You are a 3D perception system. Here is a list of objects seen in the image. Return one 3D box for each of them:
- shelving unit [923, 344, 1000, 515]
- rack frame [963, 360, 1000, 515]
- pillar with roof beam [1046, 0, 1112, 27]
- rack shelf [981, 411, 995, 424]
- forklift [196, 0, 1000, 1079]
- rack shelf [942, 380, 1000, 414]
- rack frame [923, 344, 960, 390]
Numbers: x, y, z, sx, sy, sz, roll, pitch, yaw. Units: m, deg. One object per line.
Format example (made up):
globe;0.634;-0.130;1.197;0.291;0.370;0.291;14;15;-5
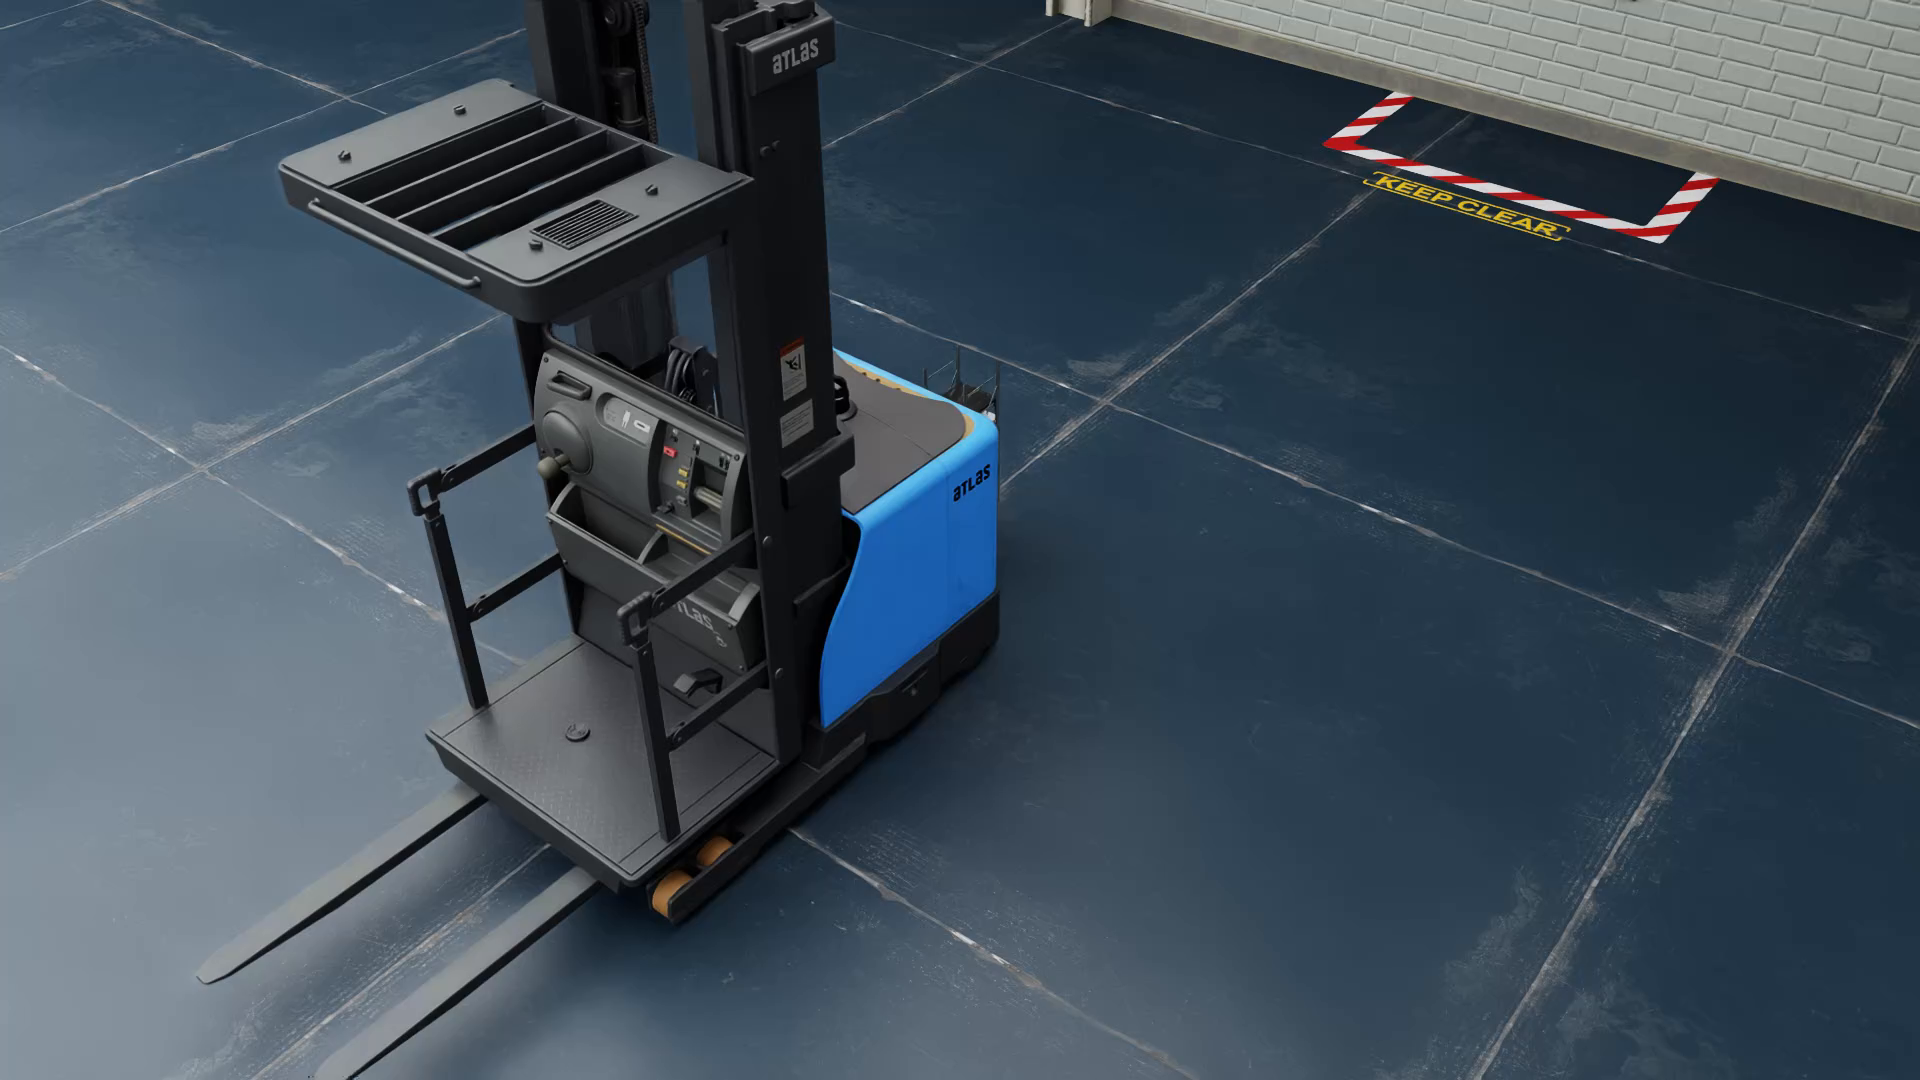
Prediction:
shelving unit;0.006;-0.351;6.969;0.210;0.900;0.258;25;45;29
rack frame;0.087;-0.313;6.920;0.006;0.900;0.240;25;45;29
pillar with roof beam;-1.742;-5.278;6.691;0.400;9.000;9.100;25;45;29
rack shelf;0.006;-0.467;6.878;0.200;0.077;0.258;25;45;29
forklift;-1.162;-0.223;5.157;1.130;2.935;3.031;27;45;30
rack shelf;0.006;-0.538;6.823;0.200;0.077;0.258;25;45;29
rack frame;-0.074;-0.389;7.017;0.006;0.900;0.240;25;45;29
